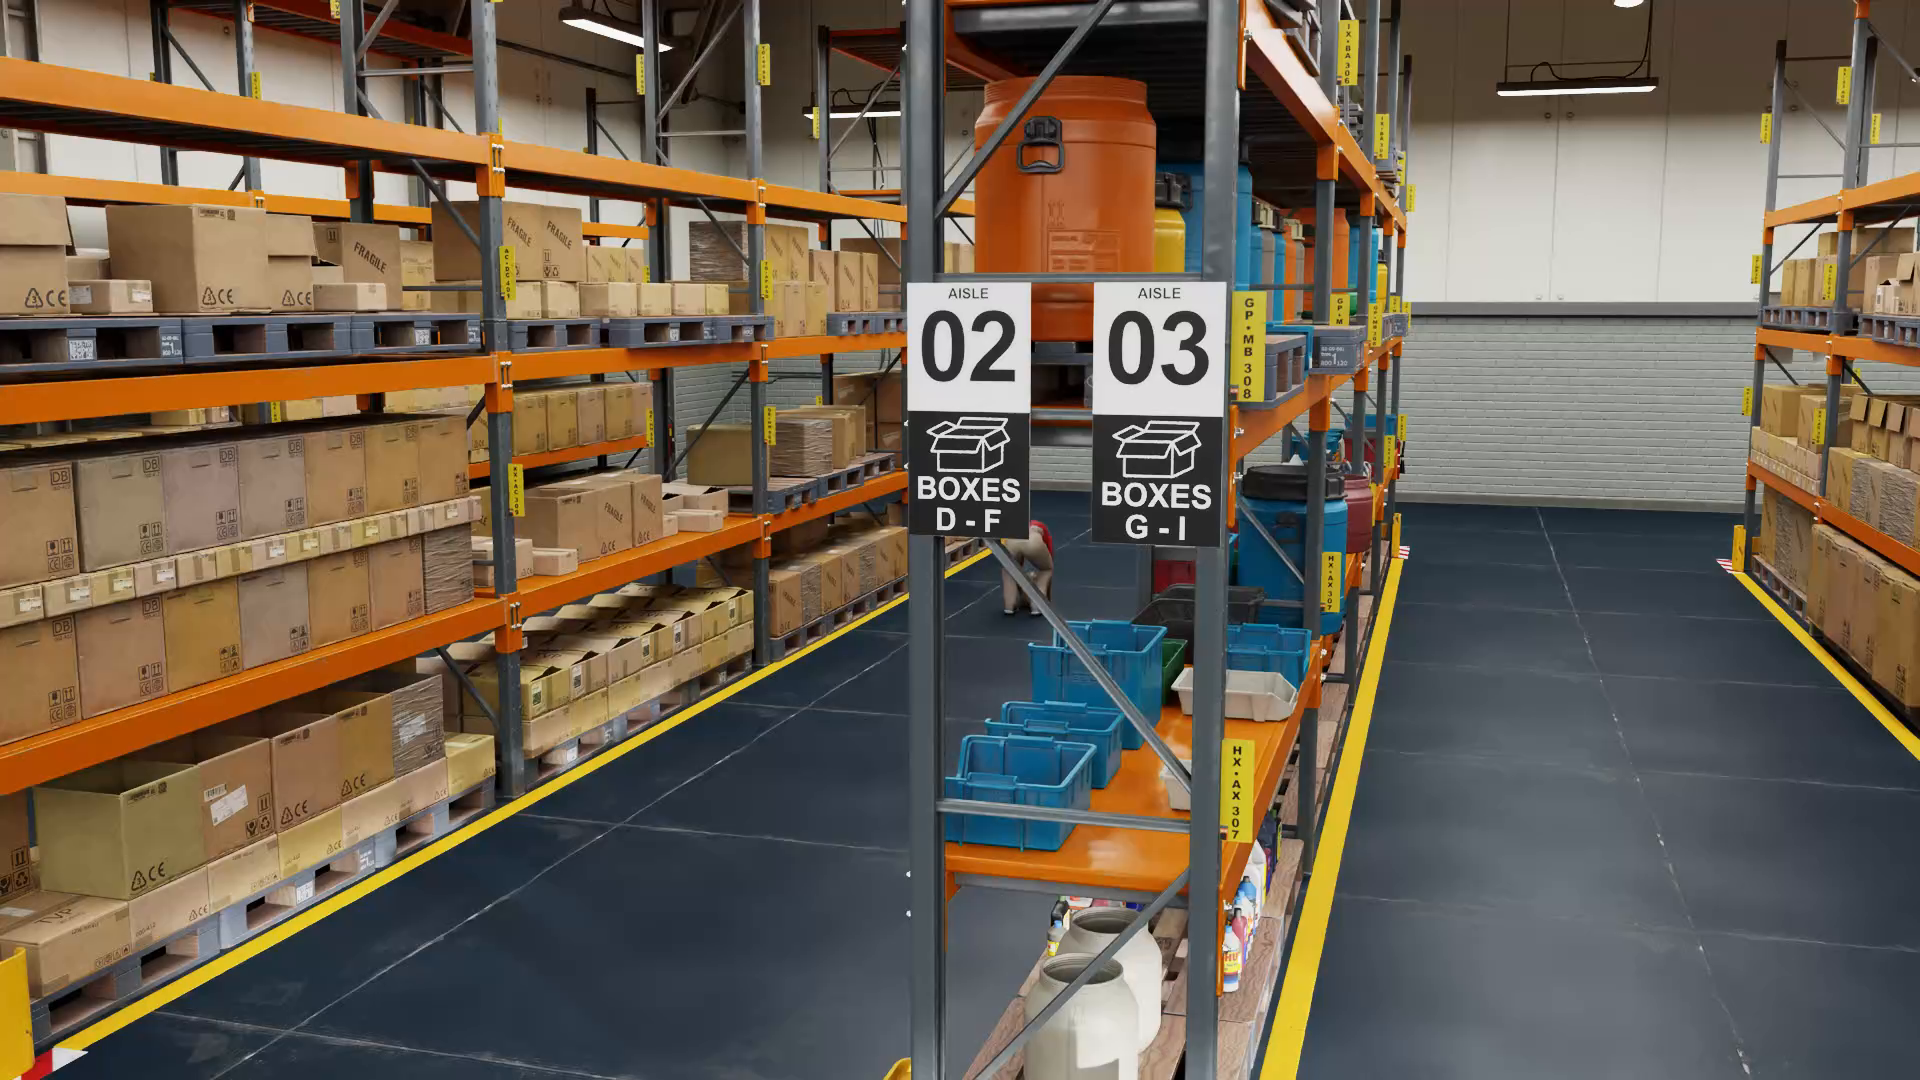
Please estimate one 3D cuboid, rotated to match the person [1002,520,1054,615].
[{"bbox_3d":[0.701,0.244,16.923,0.538,0.949,0.956,2,8,13],"label":"person"}]
